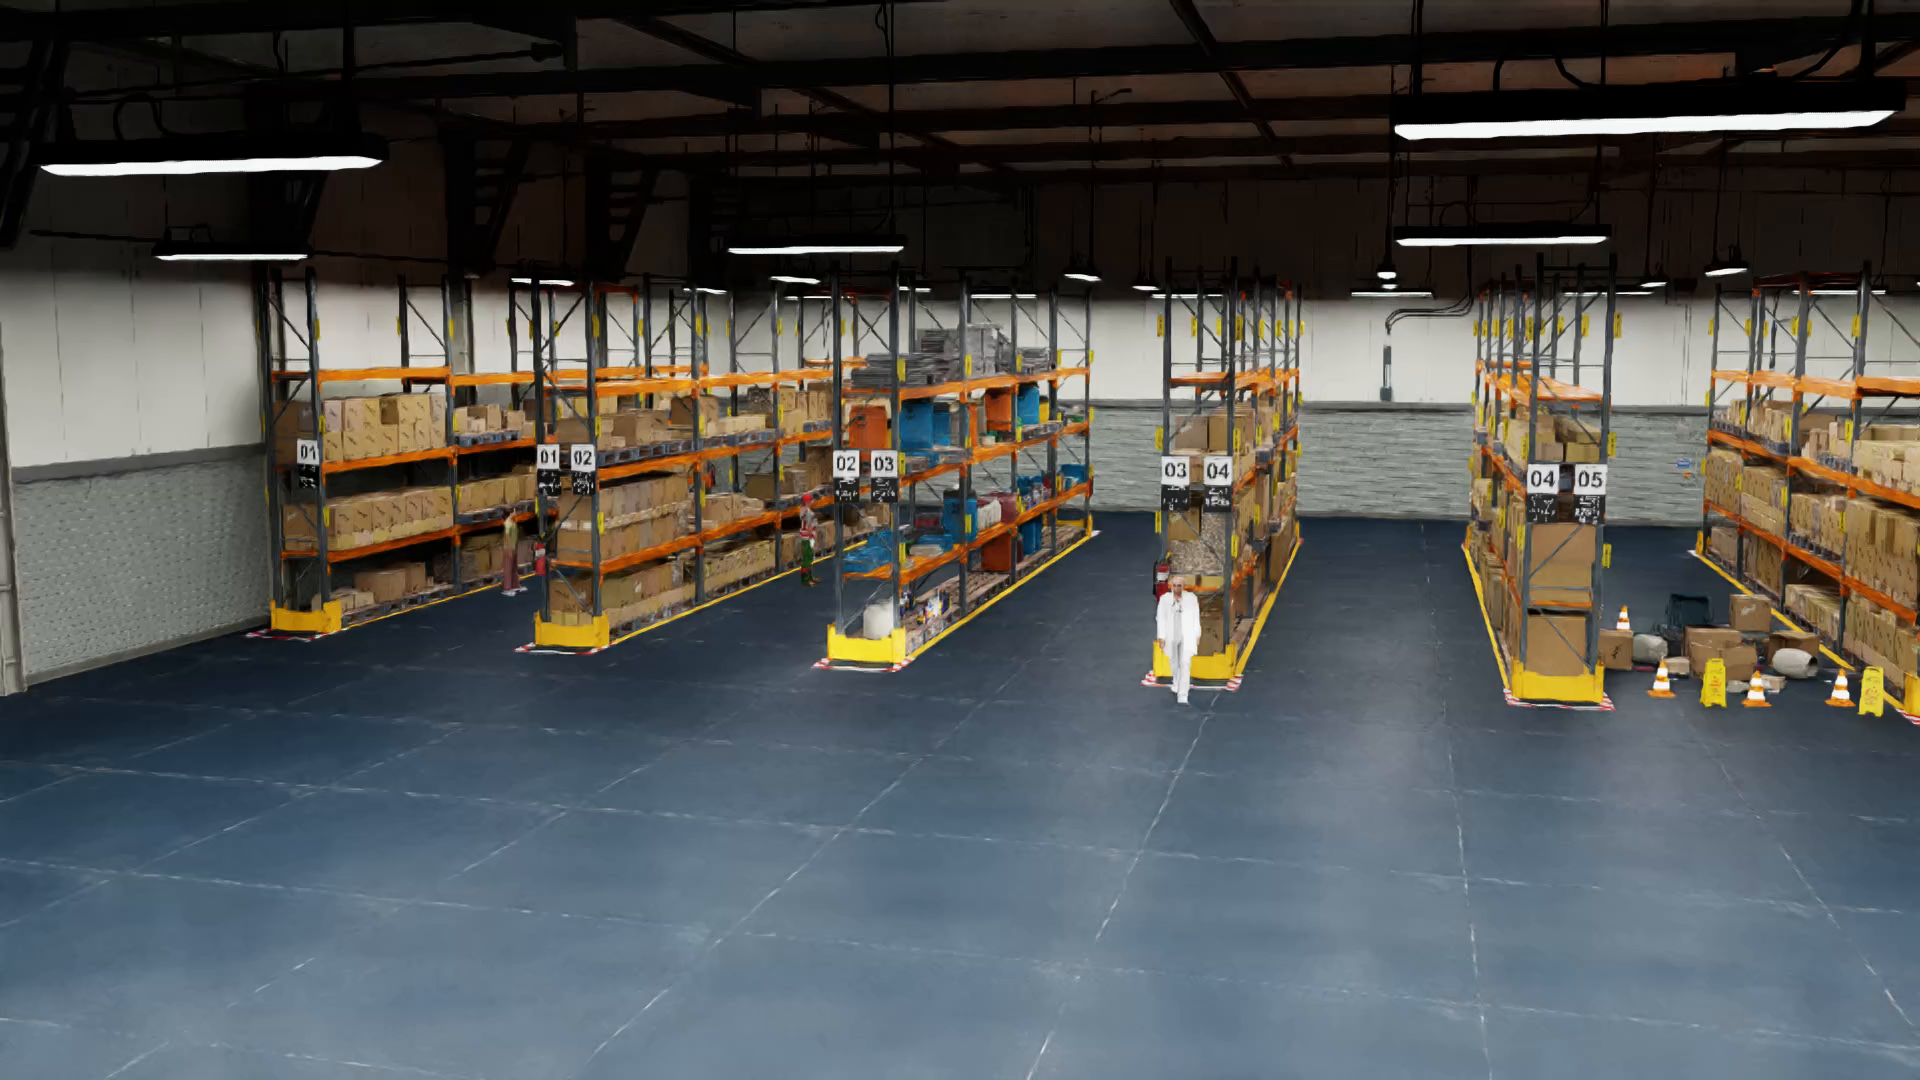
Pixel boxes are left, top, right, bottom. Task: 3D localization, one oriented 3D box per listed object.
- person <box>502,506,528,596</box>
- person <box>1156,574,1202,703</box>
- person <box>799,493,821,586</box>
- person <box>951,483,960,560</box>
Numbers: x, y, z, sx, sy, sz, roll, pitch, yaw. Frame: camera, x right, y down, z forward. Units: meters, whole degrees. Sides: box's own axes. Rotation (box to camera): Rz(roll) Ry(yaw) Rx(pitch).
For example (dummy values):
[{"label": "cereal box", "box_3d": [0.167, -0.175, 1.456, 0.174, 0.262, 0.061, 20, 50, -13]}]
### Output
[{"label": "person", "box_3d": [-8.422, 0.184, 31.351, 0.454, 1.679, 0.538, -1, 7, -11]}, {"label": "person", "box_3d": [2.942, 1.299, 22.469, 0.598, 1.698, 1.194, 2, 8, 17]}, {"label": "person", "box_3d": [-2.931, -0.029, 32.569, 0.450, 1.789, 0.605, -2, 8, -16]}, {"label": "person", "box_3d": [-0.033, -0.370, 35.750, 0.719, 1.713, 0.561, 2, 7, 13]}]
